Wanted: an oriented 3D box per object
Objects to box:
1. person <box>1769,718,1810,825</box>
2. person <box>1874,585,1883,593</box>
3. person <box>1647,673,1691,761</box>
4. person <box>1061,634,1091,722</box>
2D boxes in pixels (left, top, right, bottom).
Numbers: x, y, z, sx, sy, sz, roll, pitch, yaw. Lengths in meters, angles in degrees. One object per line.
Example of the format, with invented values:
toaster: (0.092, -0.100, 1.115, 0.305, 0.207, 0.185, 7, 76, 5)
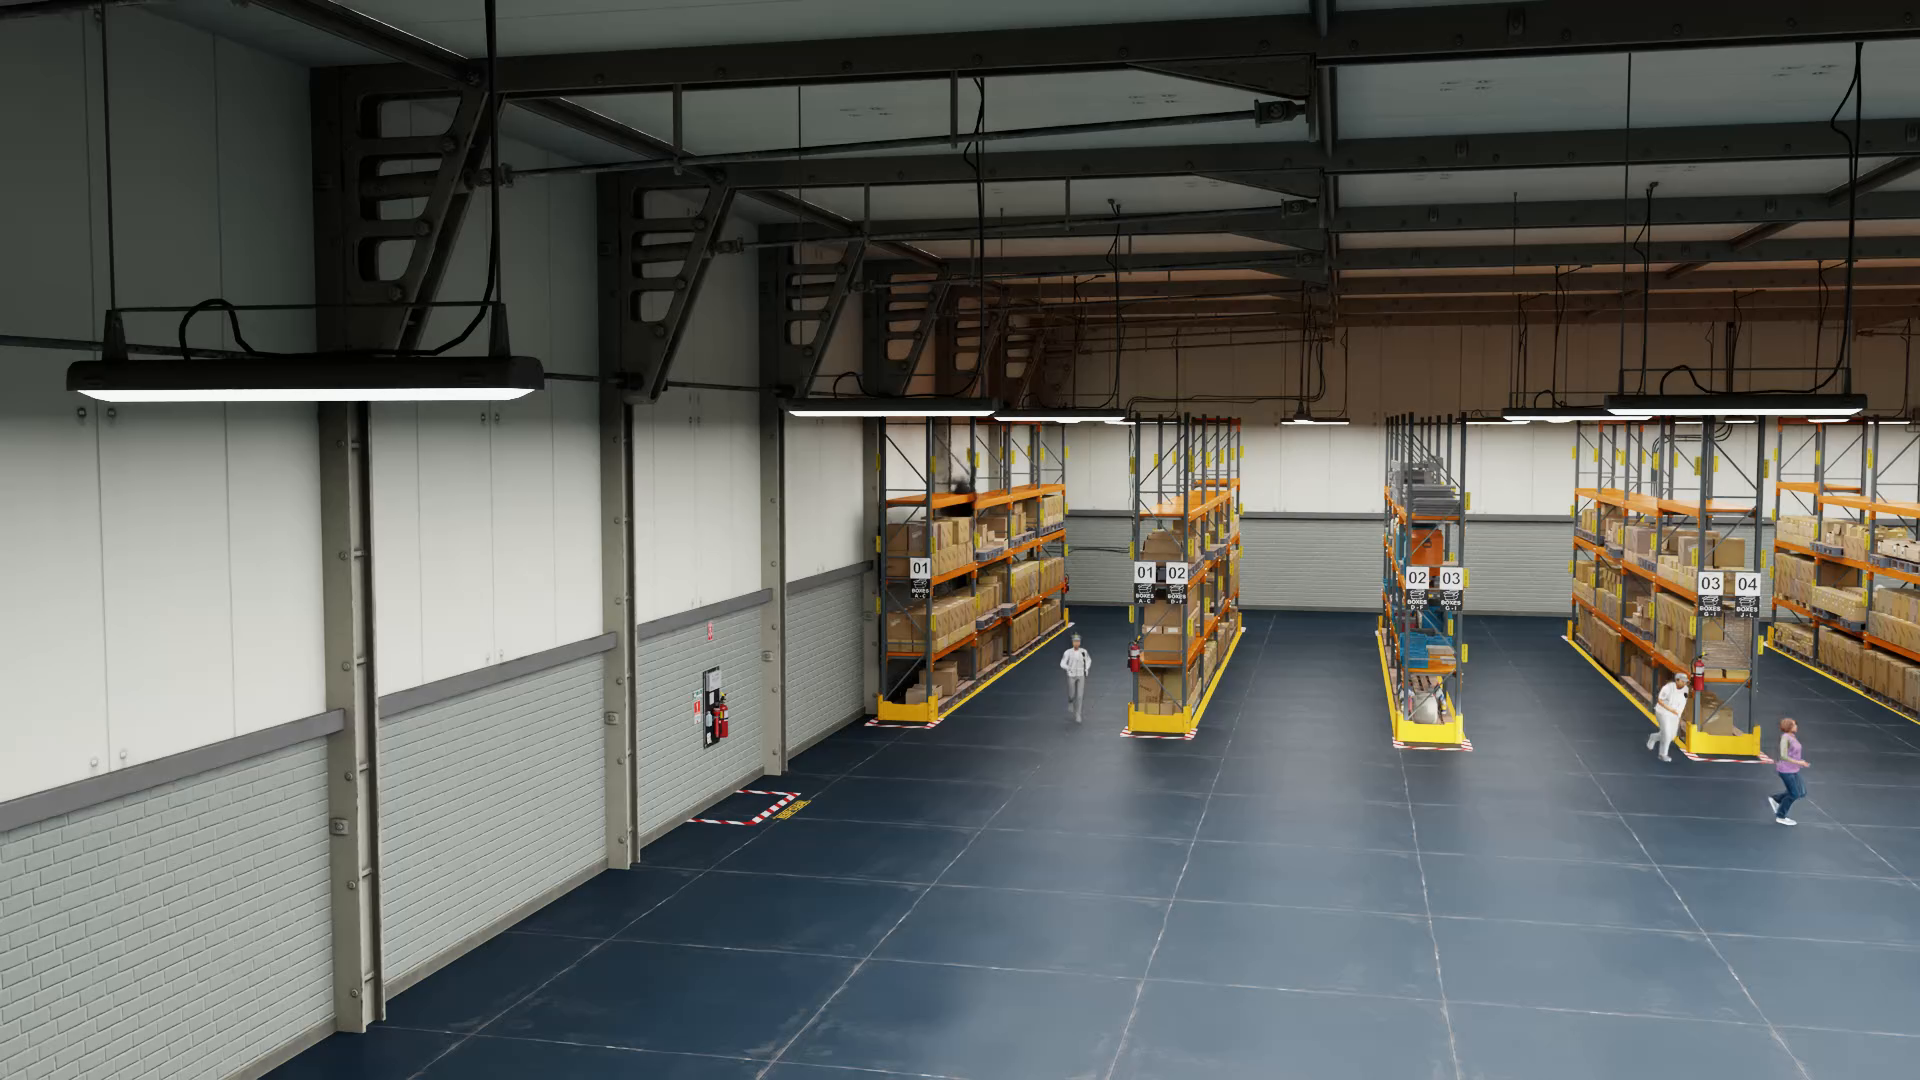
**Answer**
person: (11.936, 3.327, 23.930, 0.556, 1.554, 0.555, 4, 5, 42)
person: (23.027, 2.001, 41.761, 0.656, 1.790, 0.758, 1, 4, 14)
person: (12.246, 3.023, 28.675, 0.585, 1.554, 0.851, -1, 4, -15)
person: (2.271, 2.669, 32.440, 0.618, 1.667, 0.893, 0, 4, -1)
